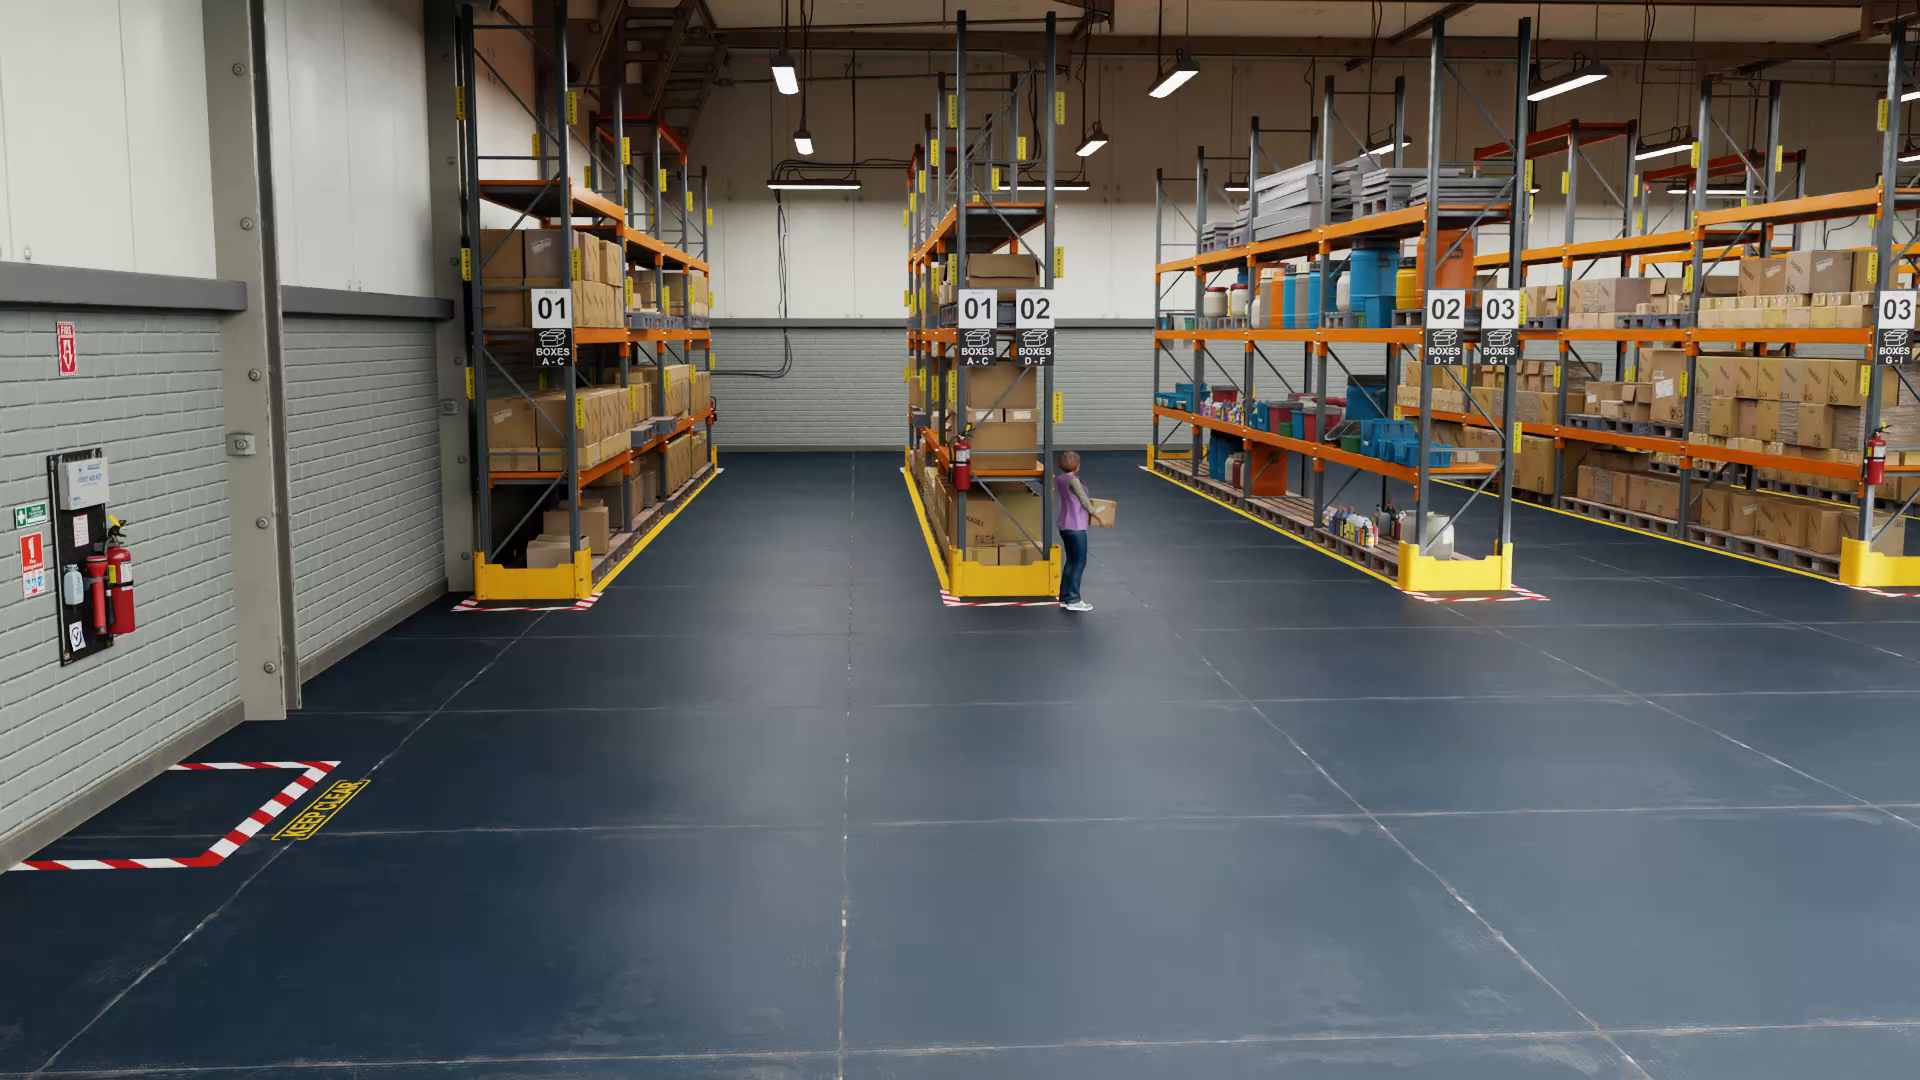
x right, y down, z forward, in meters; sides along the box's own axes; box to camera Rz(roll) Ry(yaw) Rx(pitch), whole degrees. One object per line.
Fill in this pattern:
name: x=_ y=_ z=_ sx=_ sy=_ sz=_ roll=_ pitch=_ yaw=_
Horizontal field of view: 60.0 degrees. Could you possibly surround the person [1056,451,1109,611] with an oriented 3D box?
person: x=1.217 y=-0.100 z=16.626 sx=0.489 sy=1.593 sz=0.405 roll=-3 pitch=8 yaw=-19
